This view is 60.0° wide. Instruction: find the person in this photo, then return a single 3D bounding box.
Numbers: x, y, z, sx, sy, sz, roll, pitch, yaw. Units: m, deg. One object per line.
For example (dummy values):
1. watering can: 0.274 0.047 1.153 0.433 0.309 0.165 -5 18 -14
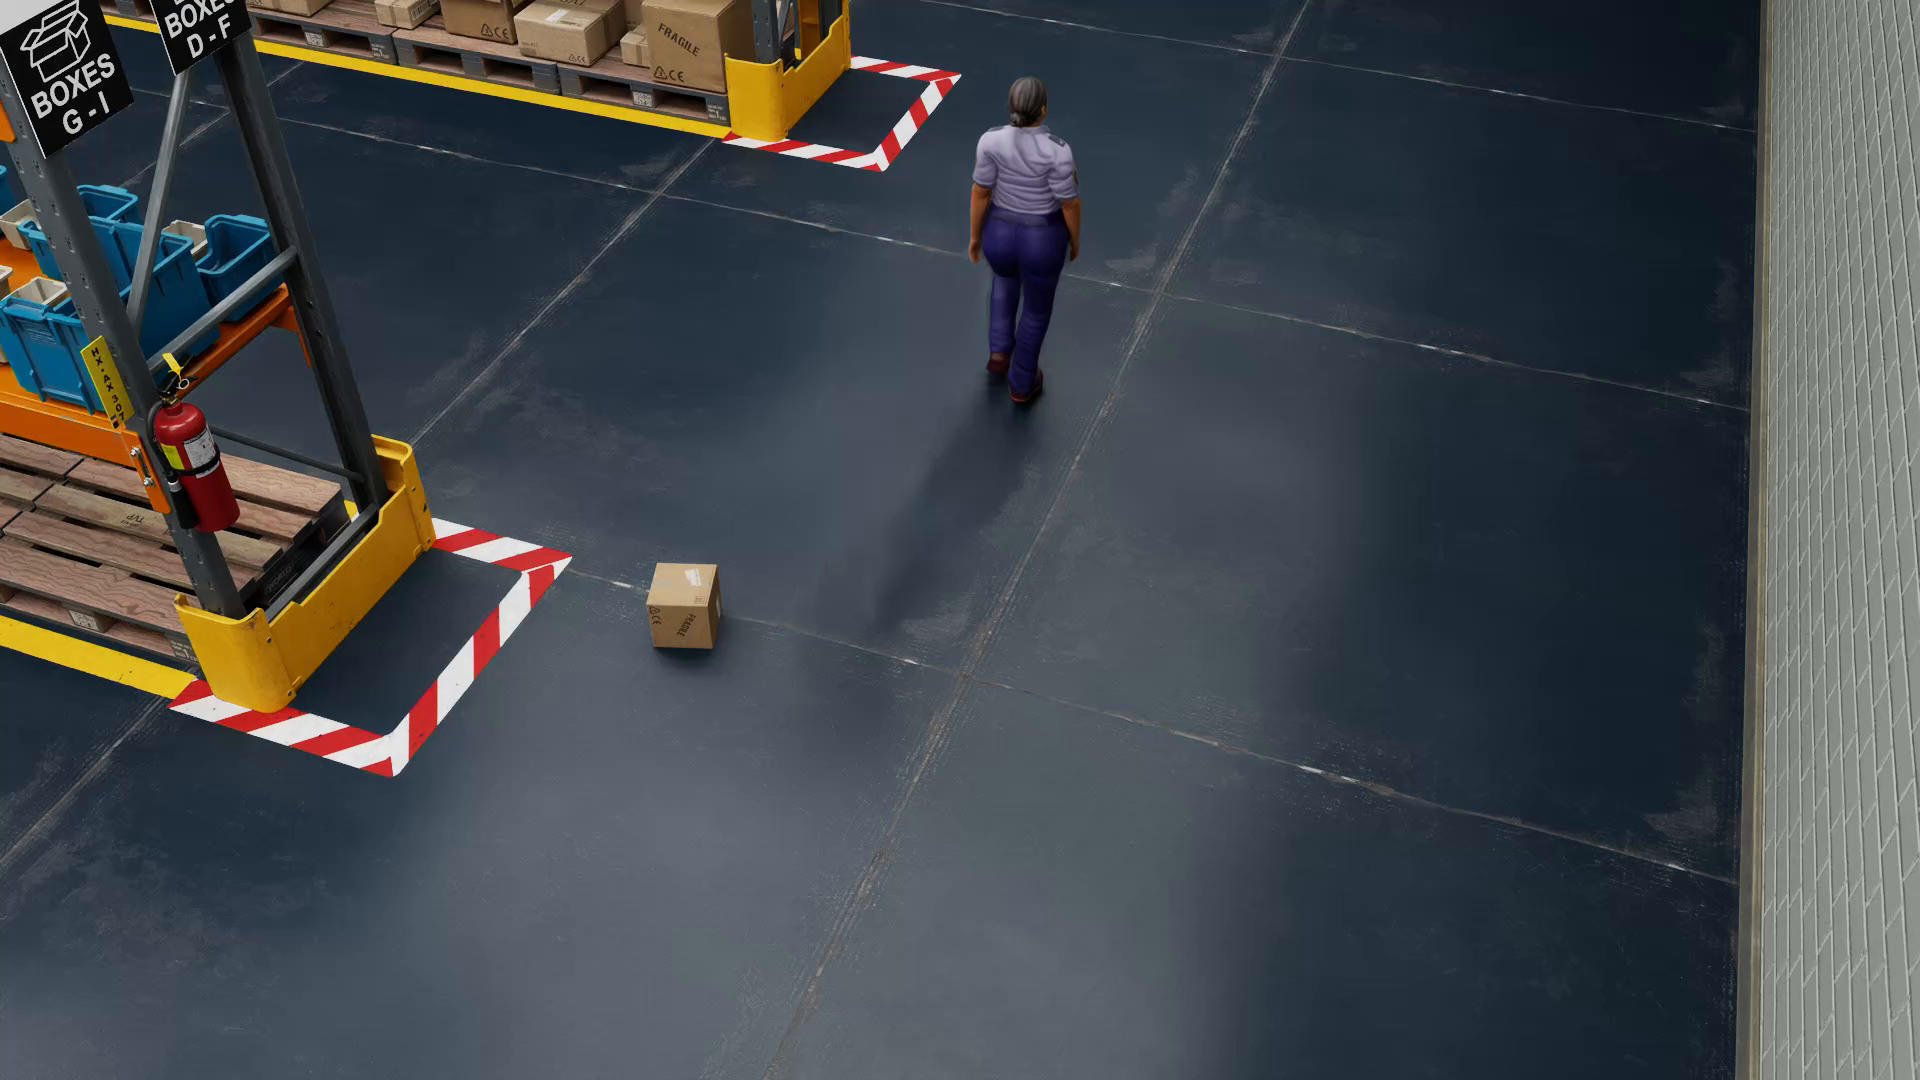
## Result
1. person: 0.320 -1.394 7.729 0.511 1.692 0.470 15 44 16
